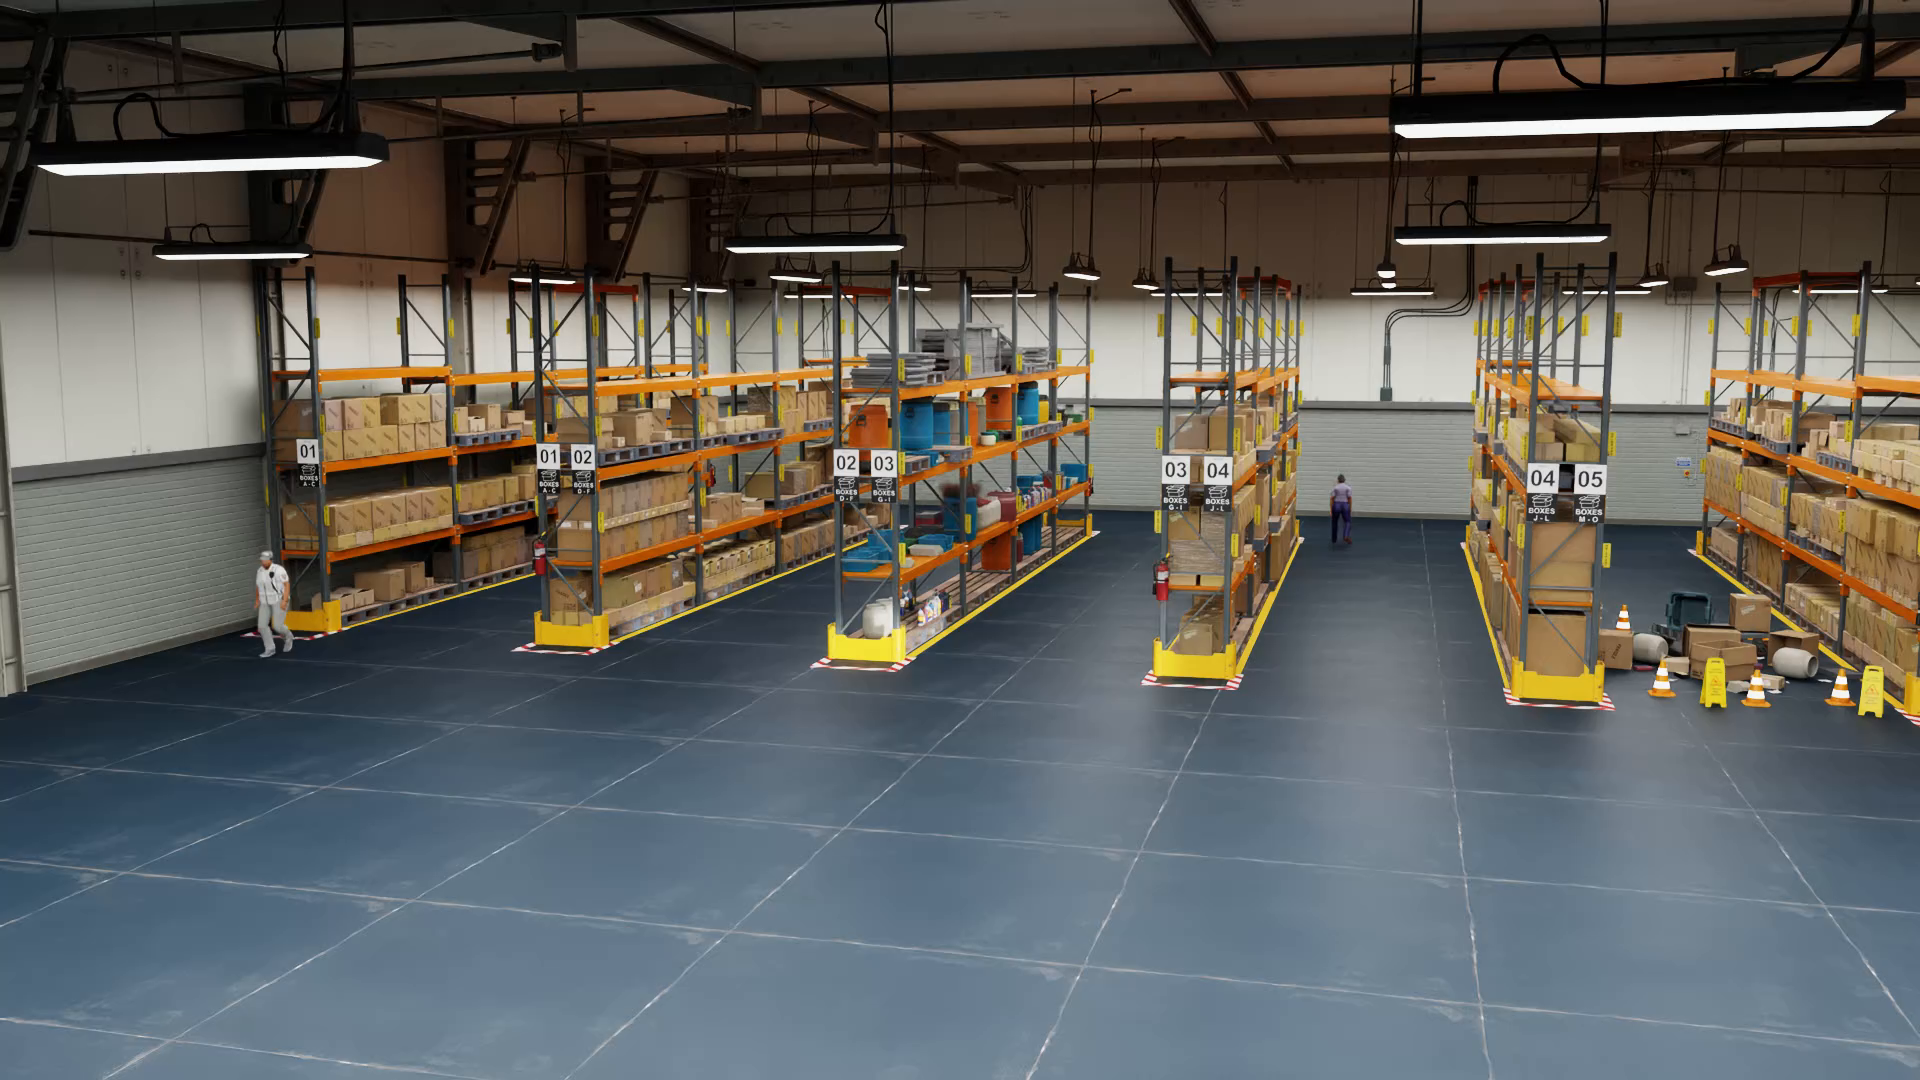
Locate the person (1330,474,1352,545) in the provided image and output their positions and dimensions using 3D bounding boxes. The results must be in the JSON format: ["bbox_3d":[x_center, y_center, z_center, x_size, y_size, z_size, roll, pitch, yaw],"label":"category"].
[{"bbox_3d":[8.865,-0.715,38.660,0.535,1.624,0.816,1,7,11],"label":"person"}]

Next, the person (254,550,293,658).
[{"bbox_3d":[-10.554,0.965,25.589,0.571,1.643,0.592,2,7,14],"label":"person"}]
